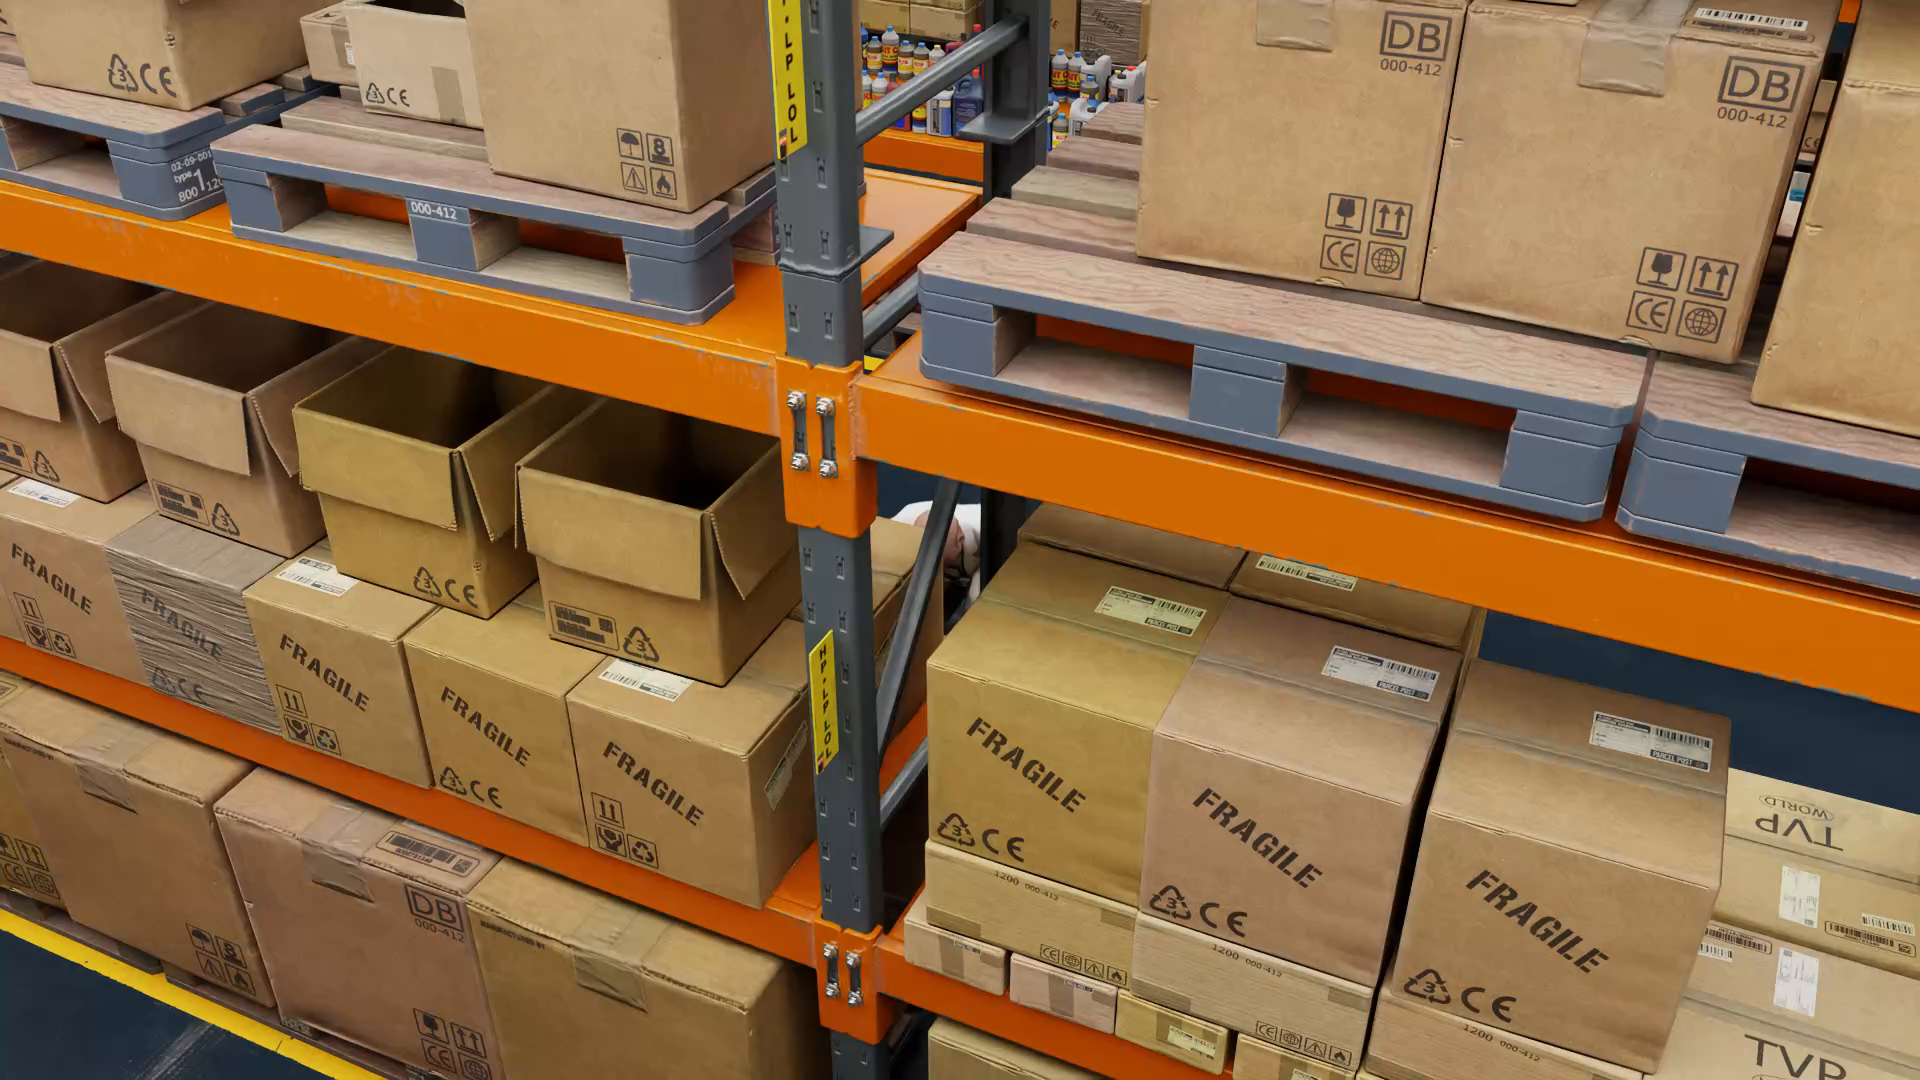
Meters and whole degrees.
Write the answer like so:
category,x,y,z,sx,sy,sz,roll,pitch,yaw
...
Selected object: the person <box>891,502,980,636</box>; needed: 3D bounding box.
category,x,y,z,sx,sy,sz,roll,pitch,yaw
person,-0.046,0.189,6.585,0.599,0.995,0.911,14,36,20
